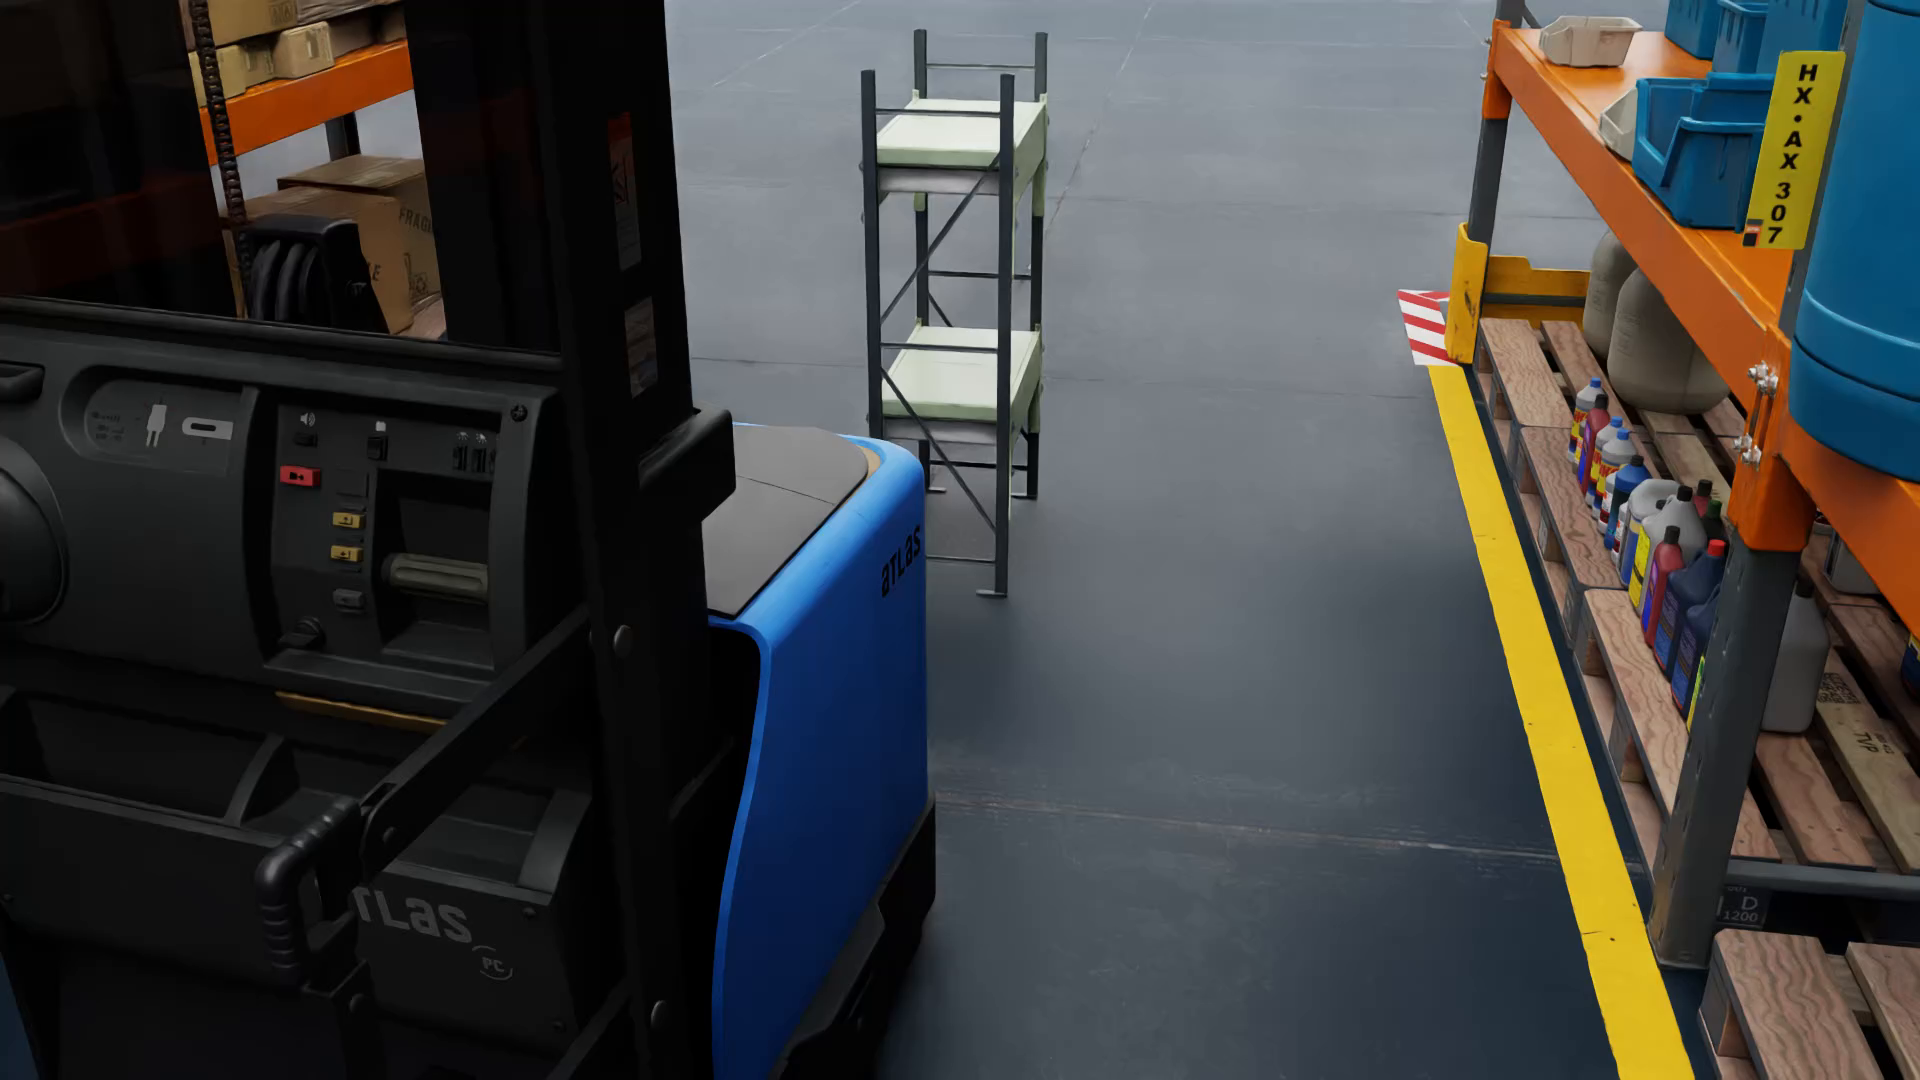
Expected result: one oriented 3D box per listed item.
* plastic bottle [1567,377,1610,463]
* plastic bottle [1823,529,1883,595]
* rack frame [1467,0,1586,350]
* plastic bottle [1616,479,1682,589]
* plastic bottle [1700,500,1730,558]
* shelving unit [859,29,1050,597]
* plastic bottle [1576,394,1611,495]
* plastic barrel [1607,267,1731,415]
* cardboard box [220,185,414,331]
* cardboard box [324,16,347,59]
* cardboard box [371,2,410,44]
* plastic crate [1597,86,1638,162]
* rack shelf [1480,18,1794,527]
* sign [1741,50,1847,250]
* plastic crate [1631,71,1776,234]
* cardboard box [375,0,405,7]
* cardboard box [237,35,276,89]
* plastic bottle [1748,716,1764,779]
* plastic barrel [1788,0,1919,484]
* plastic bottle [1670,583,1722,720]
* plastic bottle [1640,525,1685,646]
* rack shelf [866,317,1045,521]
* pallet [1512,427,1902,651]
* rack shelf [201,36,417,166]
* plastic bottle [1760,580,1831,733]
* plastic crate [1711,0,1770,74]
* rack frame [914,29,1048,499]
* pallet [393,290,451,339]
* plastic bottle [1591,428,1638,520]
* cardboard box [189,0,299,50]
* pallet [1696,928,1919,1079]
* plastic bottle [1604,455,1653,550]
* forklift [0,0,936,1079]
[{"bbox_3d":[1.974,-0.376,5.215,0.097,0.271,0.097,0,25,0],"label":"plastic bottle"},{"bbox_3d":[2.415,-0.007,4.421,0.152,0.276,0.135,4,25,9],"label":"plastic bottle"},{"bbox_3d":[2.577,-2.149,6.304,1.000,3.000,0.127,4,25,9],"label":"rack frame"},{"bbox_3d":[1.859,-0.014,4.436,0.152,0.276,0.135,4,25,9],"label":"plastic bottle"},{"bbox_3d":[1.934,0.046,4.298,0.061,0.283,0.133,4,25,9],"label":"plastic bottle"},{"bbox_3d":[0.001,-0.682,4.938,0.431,1.500,0.755,4,25,9],"label":"shelving unit"},{"bbox_3d":[1.919,-0.288,5.013,0.061,0.283,0.133,4,25,9],"label":"plastic bottle"},{"bbox_3d":[2.463,-0.723,5.695,0.421,0.512,0.421,0,25,0],"label":"plastic barrel"},{"bbox_3d":[-2.491,-1.038,6.383,0.500,0.500,0.500,11,27,22],"label":"cardboard box"},{"bbox_3d":[-2.340,-1.721,5.685,0.380,0.149,0.250,4,25,9],"label":"cardboard box"},{"bbox_3d":[-2.240,-1.929,6.129,0.380,0.149,0.250,4,25,9],"label":"cardboard box"},{"bbox_3d":[1.939,-1.054,4.274,0.530,0.136,0.437,4,25,9],"label":"plastic crate"},{"bbox_3d":[2.250,-0.987,4.669,1.077,0.370,4.000,4,25,9],"label":"rack shelf"},{"bbox_3d":[1.383,-0.644,2.762,0.100,0.325,0.005,4,25,9],"label":"sign"},{"bbox_3d":[1.837,-0.891,3.790,0.499,0.251,0.616,4,25,9],"label":"plastic crate"},{"bbox_3d":[-2.389,-2.227,6.001,0.875,0.500,0.500,4,25,9],"label":"cardboard box"},{"bbox_3d":[-2.403,-1.511,5.236,0.380,0.149,0.250,4,25,9],"label":"cardboard box"},{"bbox_3d":[1.675,0.418,3.600,0.097,0.201,0.097,0,25,0],"label":"plastic bottle"},{"bbox_3d":[1.562,-0.563,2.323,0.600,0.901,0.708,4,25,9],"label":"plastic barrel"},{"bbox_3d":[1.745,0.235,3.816,0.144,0.351,0.185,3,25,7],"label":"plastic bottle"},{"bbox_3d":[1.761,0.114,4.153,0.061,0.283,0.133,6,26,12],"label":"plastic bottle"},{"bbox_3d":[0.001,-0.387,5.076,0.431,0.370,0.720,4,25,9],"label":"rack shelf"},{"bbox_3d":[2.272,-0.003,5.008,1.003,0.211,1.213,4,25,9],"label":"pallet"},{"bbox_3d":[-2.636,-1.330,5.402,1.077,0.370,4.000,4,25,9],"label":"rack shelf"},{"bbox_3d":[1.887,0.245,3.795,0.144,0.351,0.185,4,25,9],"label":"plastic bottle"},{"bbox_3d":[2.679,-1.581,5.264,0.499,0.251,0.408,4,25,9],"label":"plastic crate"},{"bbox_3d":[0.061,-0.835,5.265,0.400,1.500,0.023,4,25,9],"label":"rack frame"},{"bbox_3d":[-2.489,-0.860,6.839,1.003,0.211,1.213,4,25,9],"label":"pallet"},{"bbox_3d":[1.901,-0.191,4.819,0.097,0.271,0.097,0,25,0],"label":"plastic bottle"},{"bbox_3d":[-2.607,-1.813,5.115,0.875,0.500,0.500,4,25,9],"label":"cardboard box"},{"bbox_3d":[1.834,1.118,2.613,1.003,0.211,1.213,4,25,9],"label":"pallet"},{"bbox_3d":[1.868,-0.106,4.638,0.097,0.271,0.097,0,25,0],"label":"plastic bottle"},{"bbox_3d":[-0.978,-0.005,1.803,1.130,2.935,3.031,8,26,16],"label":"forklift"}]
